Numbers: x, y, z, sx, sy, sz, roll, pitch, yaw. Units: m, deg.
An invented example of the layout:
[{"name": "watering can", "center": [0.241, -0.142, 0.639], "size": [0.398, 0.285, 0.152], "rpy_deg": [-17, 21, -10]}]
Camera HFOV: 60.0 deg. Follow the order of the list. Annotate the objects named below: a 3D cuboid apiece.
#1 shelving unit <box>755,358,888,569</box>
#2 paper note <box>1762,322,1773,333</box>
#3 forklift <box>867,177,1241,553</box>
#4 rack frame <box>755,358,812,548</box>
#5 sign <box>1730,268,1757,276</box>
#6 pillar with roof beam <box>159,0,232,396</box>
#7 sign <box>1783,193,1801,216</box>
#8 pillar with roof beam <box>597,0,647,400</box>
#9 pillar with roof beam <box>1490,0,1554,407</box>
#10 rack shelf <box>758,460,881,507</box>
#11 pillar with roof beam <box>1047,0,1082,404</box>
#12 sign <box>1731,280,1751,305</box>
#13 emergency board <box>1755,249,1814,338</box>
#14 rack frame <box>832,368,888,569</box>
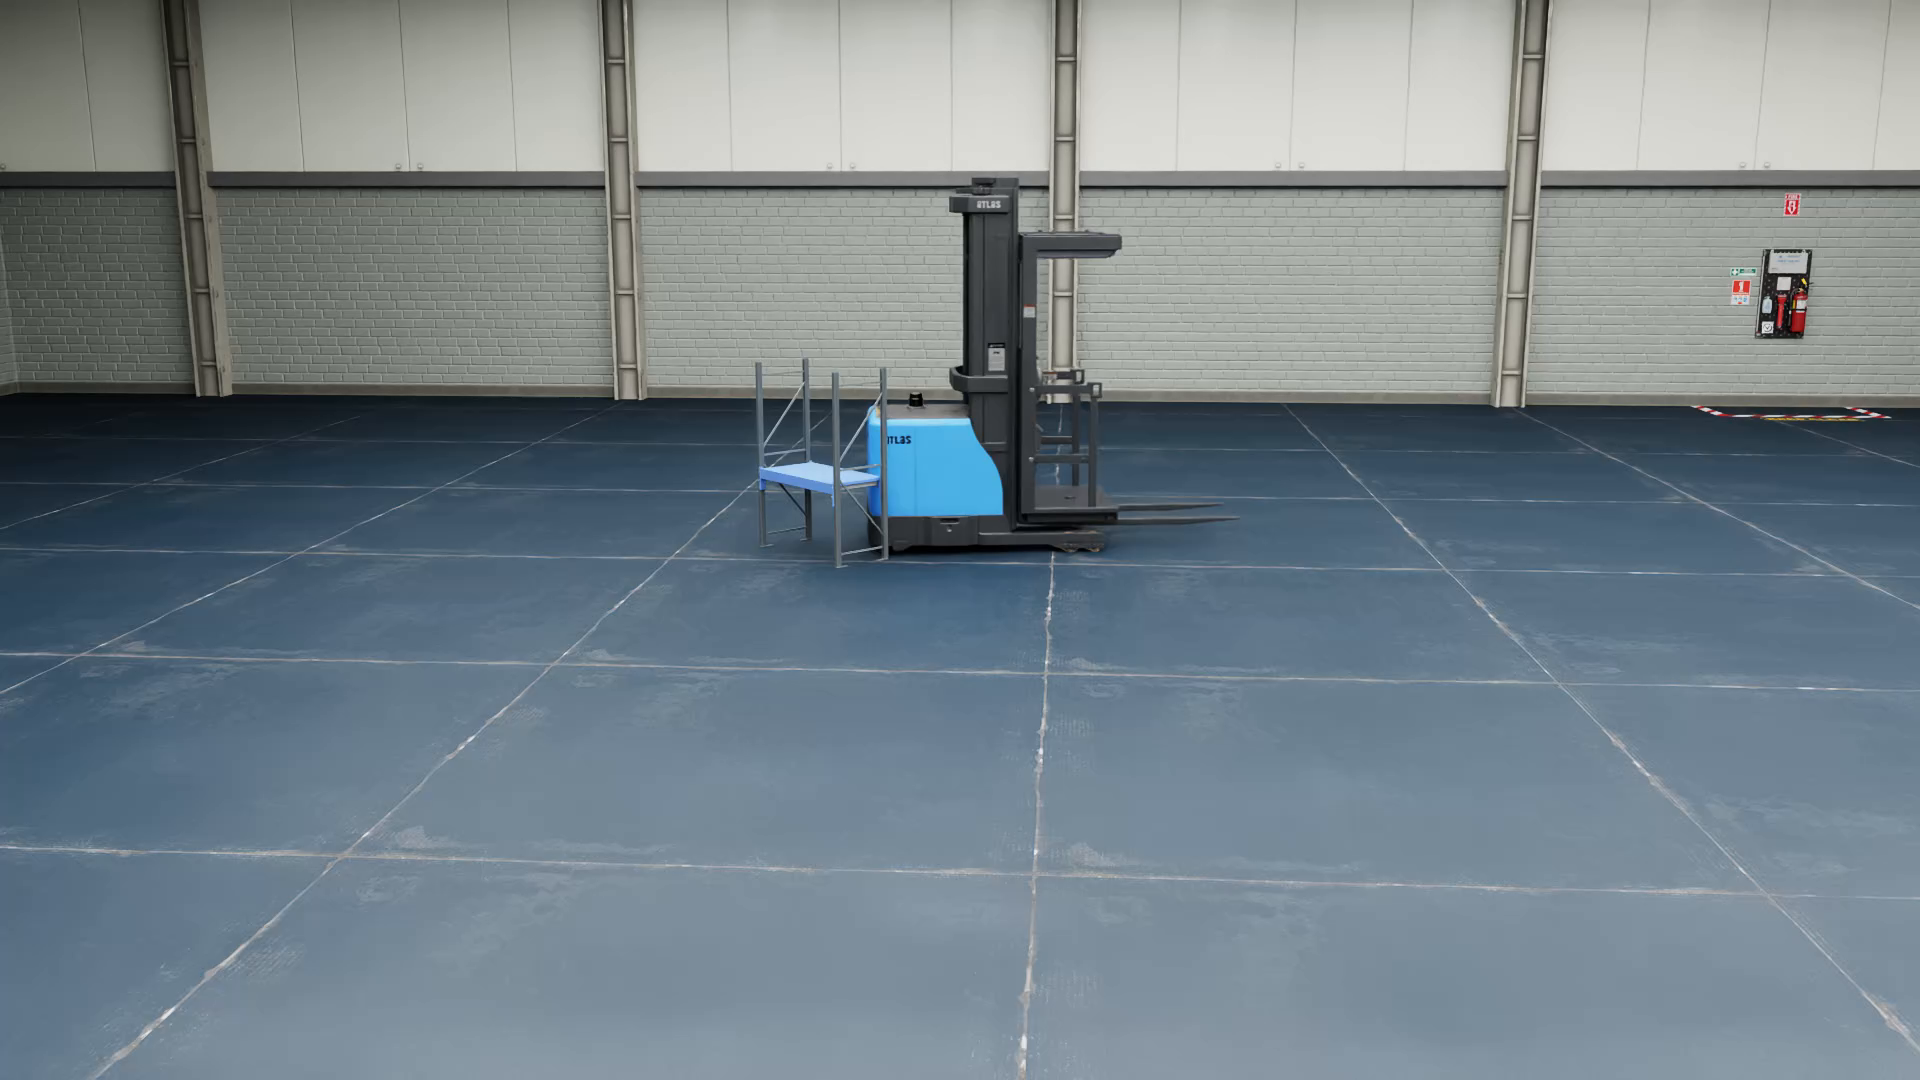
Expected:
[{"name": "shelving unit", "center": [-1.093, -0.629, 13.112], "size": [0.538, 1.500, 1.048], "rpy_deg": [-10, 15, -40]}, {"name": "paper note", "center": [10.733, -2.824, 22.095], "size": [0.142, 0.148, 0.016], "rpy_deg": [1, 12, 4]}, {"name": "forklift", "center": [0.757, -1.443, 13.506], "size": [3.031, 2.935, 1.130], "rpy_deg": [-1, 12, -4]}, {"name": "rack frame", "center": [-1.426, -0.708, 13.488], "size": [0.500, 1.500, 0.032], "rpy_deg": [-10, 15, -40]}, {"name": "sign", "center": [10.364, -3.543, 21.996], "size": [0.331, 0.109, 0.001], "rpy_deg": [1, 12, 4]}, {"name": "pillar with roof beam", "center": [-10.866, -5.583, 18.478], "size": [0.400, 9.000, 9.100], "rpy_deg": [1, 12, 4]}, {"name": "sign", "center": [10.904, -4.394, 21.786], "size": [0.199, 0.298, 0.001], "rpy_deg": [1, 12, 4]}, {"name": "pillar with roof beam", "center": [-4.879, -5.501, 18.086], "size": [0.400, 9.000, 9.100], "rpy_deg": [1, 12, 4]}, {"name": "pillar with roof beam", "center": [7.094, -5.336, 17.301], "size": [0.400, 9.000, 9.100], "rpy_deg": [1, 12, 4]}, {"name": "rack shelf", "center": [-1.093, -0.453, 13.148], "size": [0.538, 0.185, 1.000], "rpy_deg": [-10, 15, -40]}, {"name": "pillar with roof beam", "center": [1.107, -5.418, 17.693], "size": [0.400, 9.000, 9.100], "rpy_deg": [1, 12, 4]}, {"name": "sign", "center": [10.360, -3.285, 22.059], "size": [0.234, 0.329, 0.001], "rpy_deg": [1, 12, 4]}, {"name": "emergency board", "center": [10.905, -3.239, 21.926], "size": [0.643, 1.169, 0.194], "rpy_deg": [1, 12, 4]}, {"name": "rack frame", "center": [-0.761, -0.550, 12.735], "size": [0.500, 1.500, 0.032], "rpy_deg": [-10, 15, -40]}]
